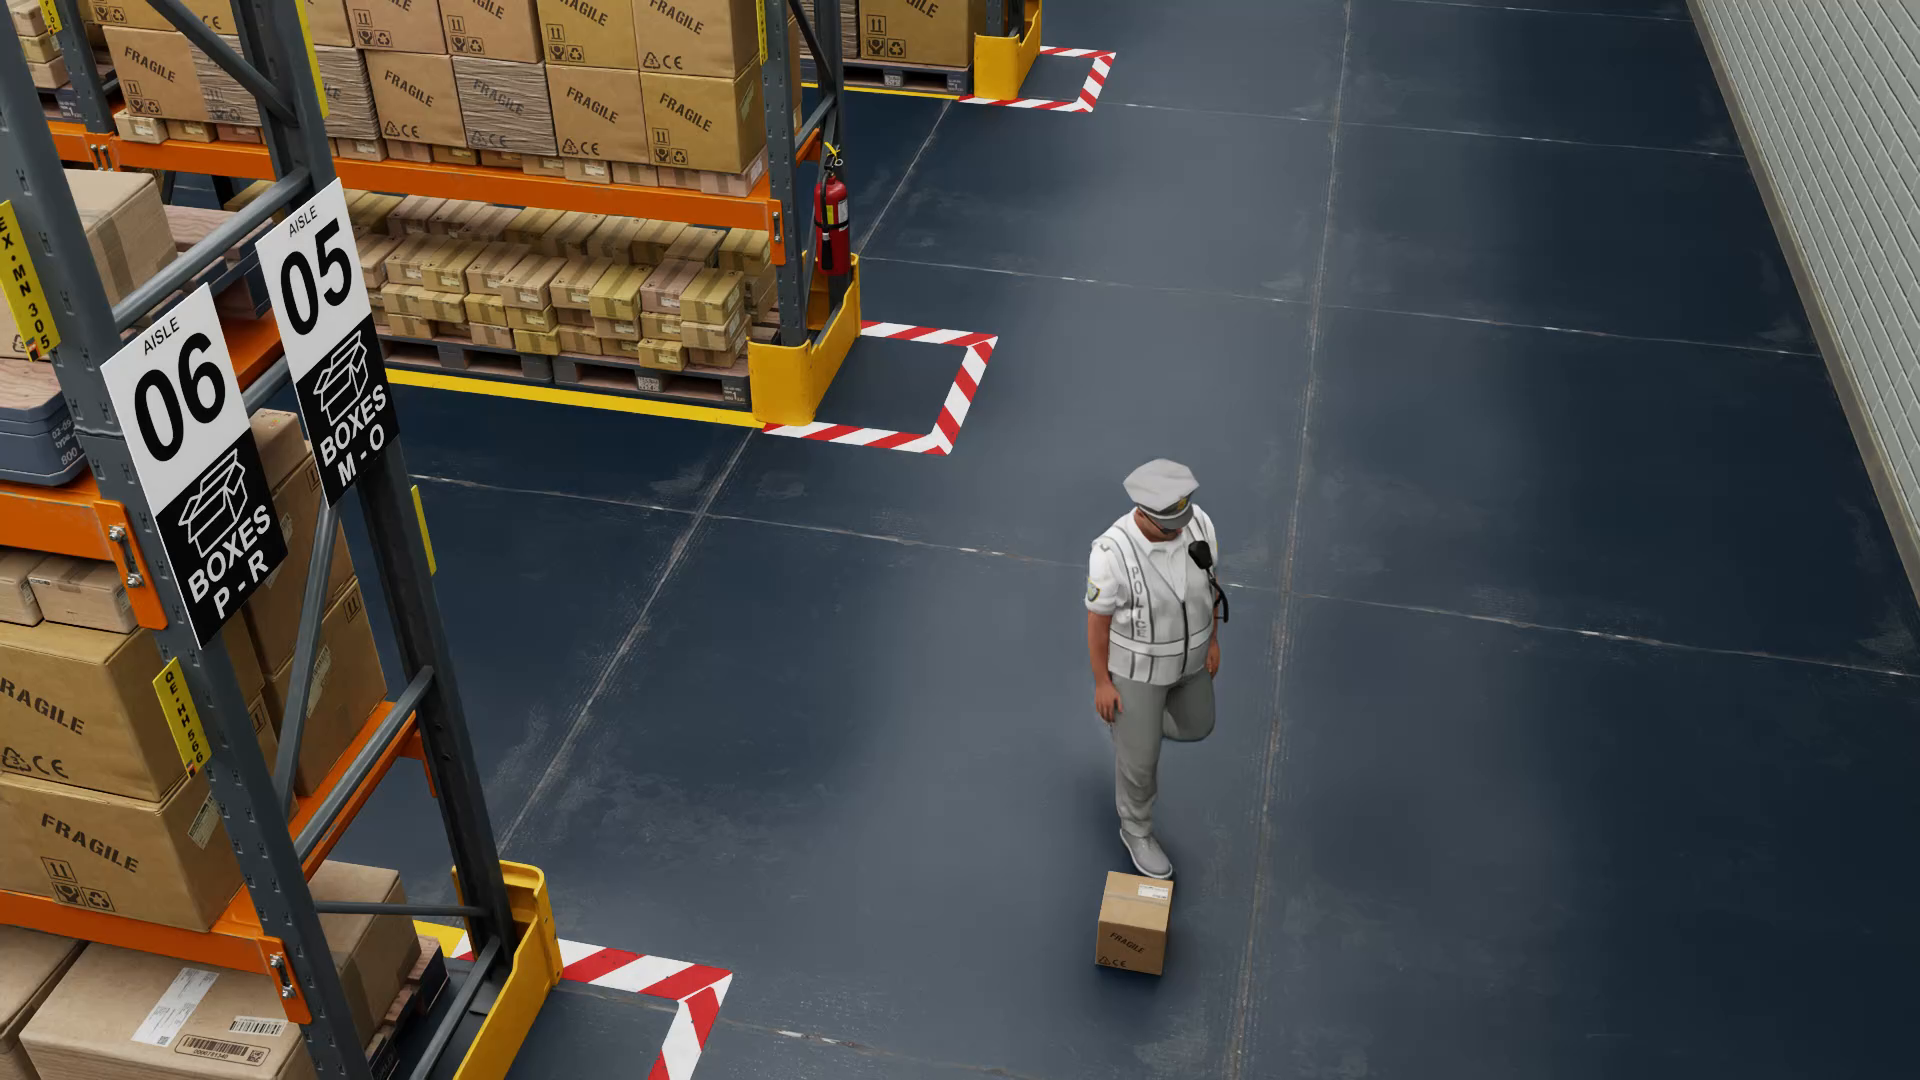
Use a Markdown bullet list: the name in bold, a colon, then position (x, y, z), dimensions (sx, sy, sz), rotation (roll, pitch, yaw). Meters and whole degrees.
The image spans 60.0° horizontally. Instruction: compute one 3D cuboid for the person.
- **person**: position (0.735, 0.437, 6.349), dimensions (0.559, 1.725, 0.726), rotation (-20, 41, -25)
